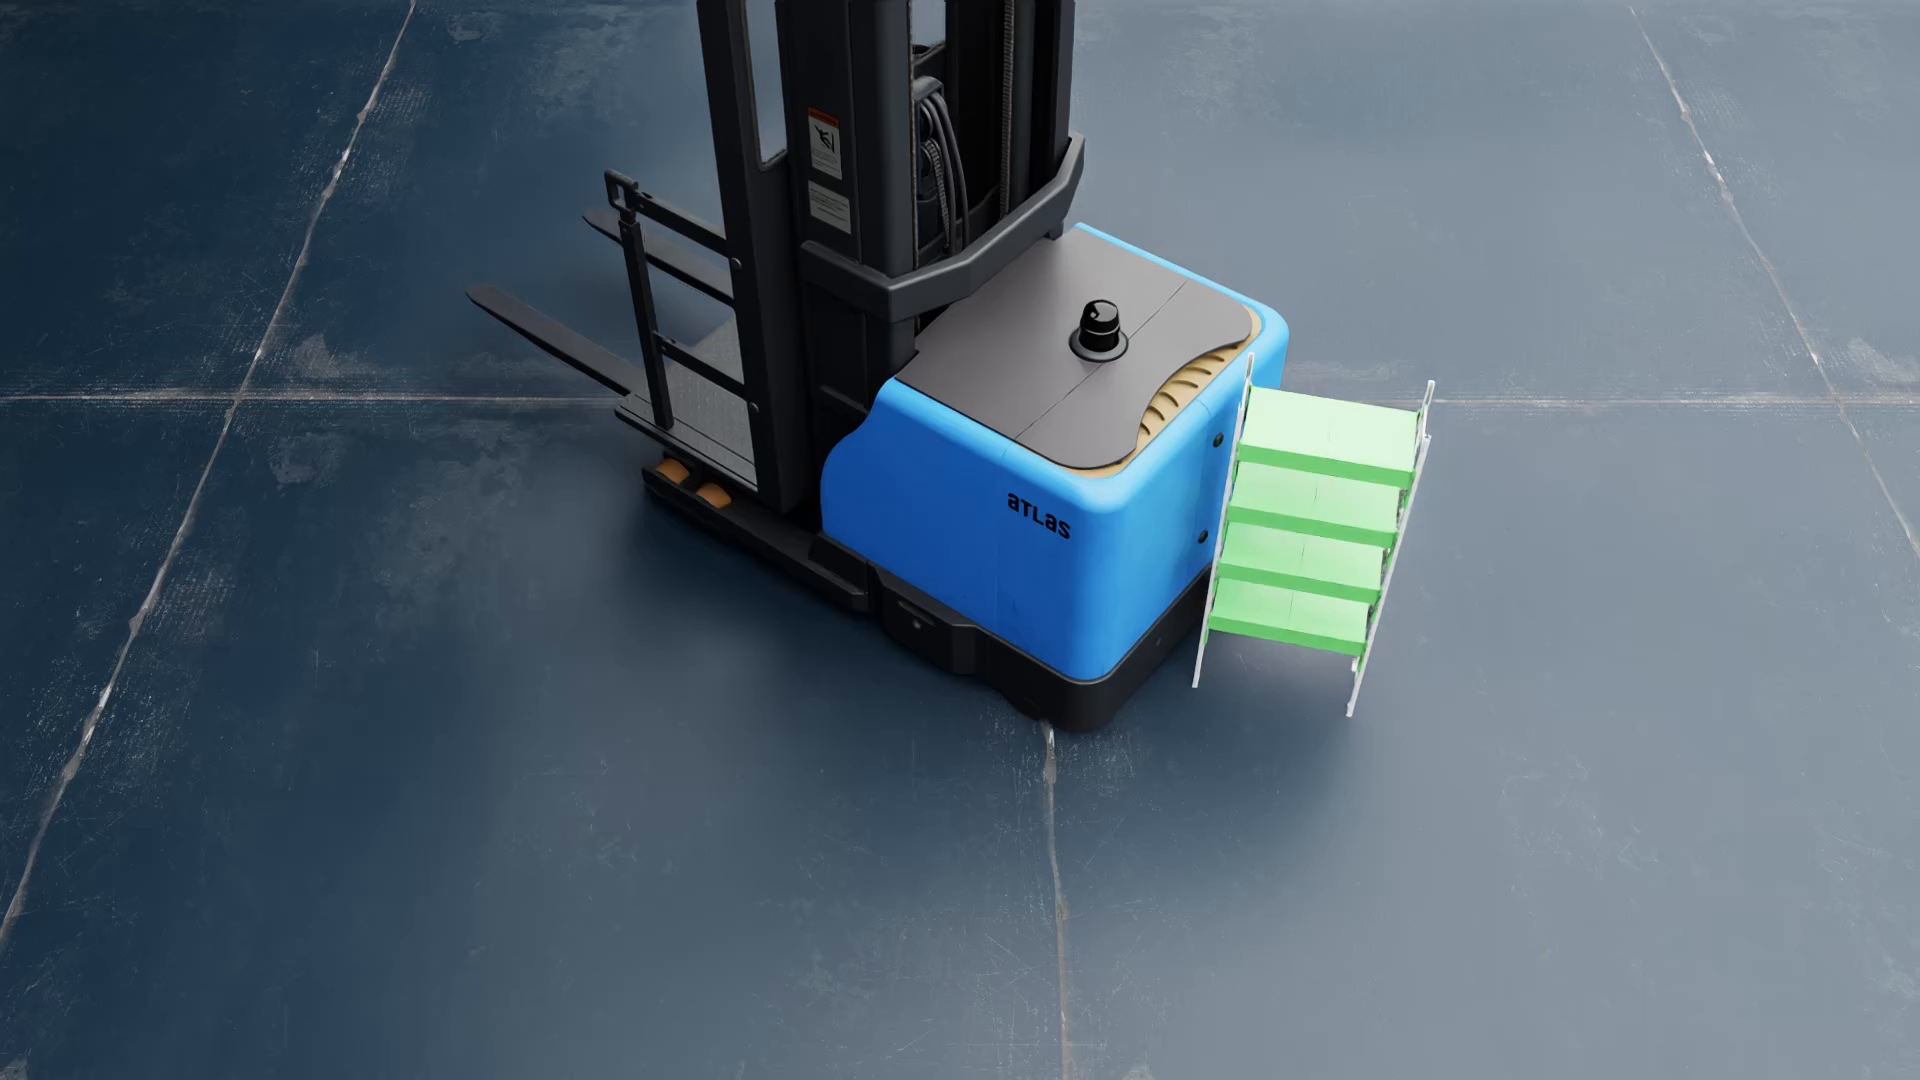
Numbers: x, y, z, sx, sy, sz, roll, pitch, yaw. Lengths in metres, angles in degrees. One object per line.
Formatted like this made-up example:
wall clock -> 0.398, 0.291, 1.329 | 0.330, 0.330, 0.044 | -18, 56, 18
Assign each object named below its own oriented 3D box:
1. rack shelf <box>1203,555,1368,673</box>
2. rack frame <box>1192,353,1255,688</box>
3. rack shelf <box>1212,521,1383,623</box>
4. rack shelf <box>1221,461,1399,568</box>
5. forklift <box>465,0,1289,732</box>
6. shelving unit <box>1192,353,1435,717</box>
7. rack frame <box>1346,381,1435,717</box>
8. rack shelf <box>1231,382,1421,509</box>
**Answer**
rack shelf -> 1.015, 0.227, 5.134 | 0.480, 0.148, 0.258 | 10, 48, 9
rack frame -> 0.778, -0.023, 4.951 | 0.015, 1.200, 0.240 | 10, 48, 9
rack shelf -> 1.015, 0.063, 4.958 | 0.480, 0.148, 0.258 | 10, 48, 9
rack shelf -> 1.015, -0.100, 4.783 | 0.480, 0.148, 0.258 | 10, 48, 9
forklift -> -0.485, -1.310, 4.967 | 3.031, 2.935, 1.130 | 30, 54, 25
shelving unit -> 1.015, 0.020, 4.912 | 0.503, 1.200, 0.258 | 10, 48, 9
rack frame -> 1.252, 0.063, 4.872 | 0.015, 1.200, 0.240 | 10, 48, 9
rack shelf -> 1.015, -0.264, 4.607 | 0.480, 0.148, 0.258 | 10, 48, 9
